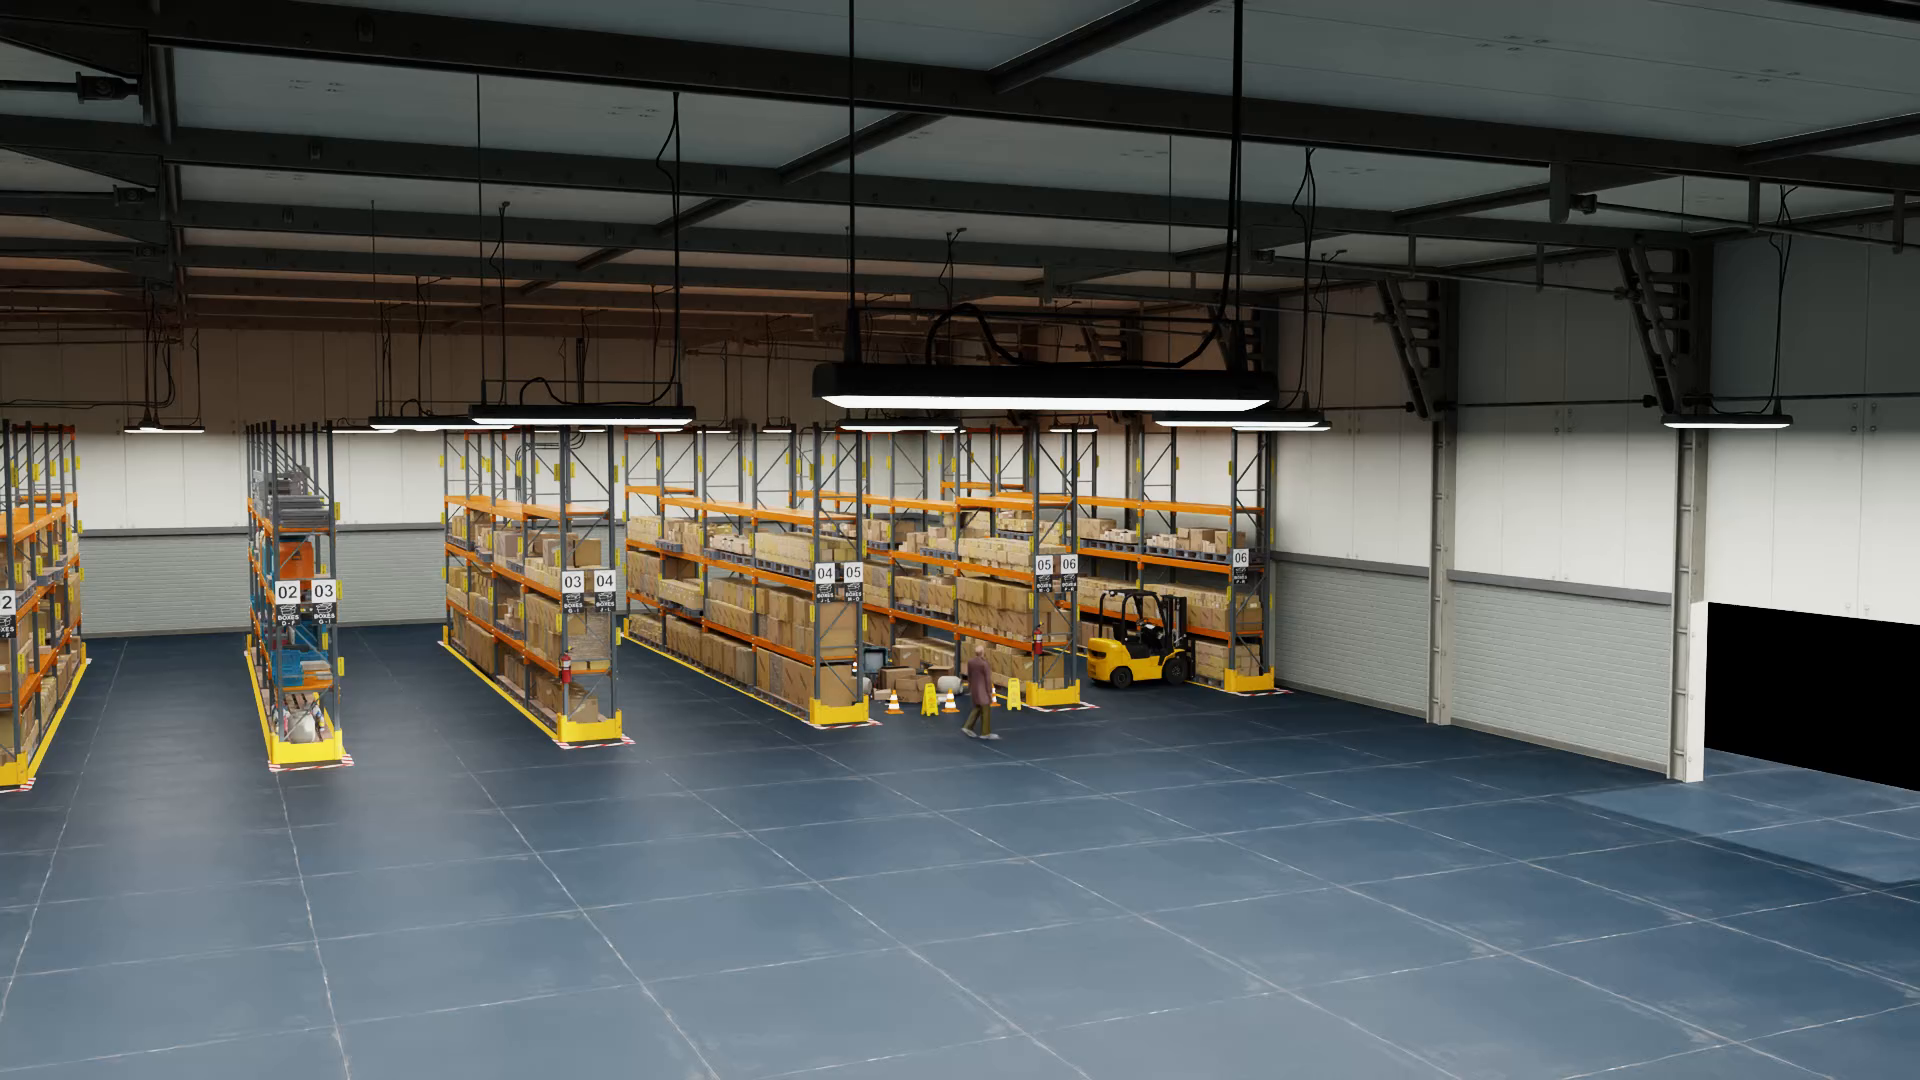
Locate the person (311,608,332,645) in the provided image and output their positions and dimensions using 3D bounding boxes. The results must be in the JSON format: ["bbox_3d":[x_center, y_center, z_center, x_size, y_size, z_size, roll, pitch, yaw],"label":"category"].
[{"bbox_3d":[-17.563,1.995,45.563,1.082,1.739,0.548,3,5,42],"label":"person"}]

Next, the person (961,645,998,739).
[{"bbox_3d":[0.393,2.879,31.509,0.596,1.799,0.661,-3,4,-36],"label":"person"}]
